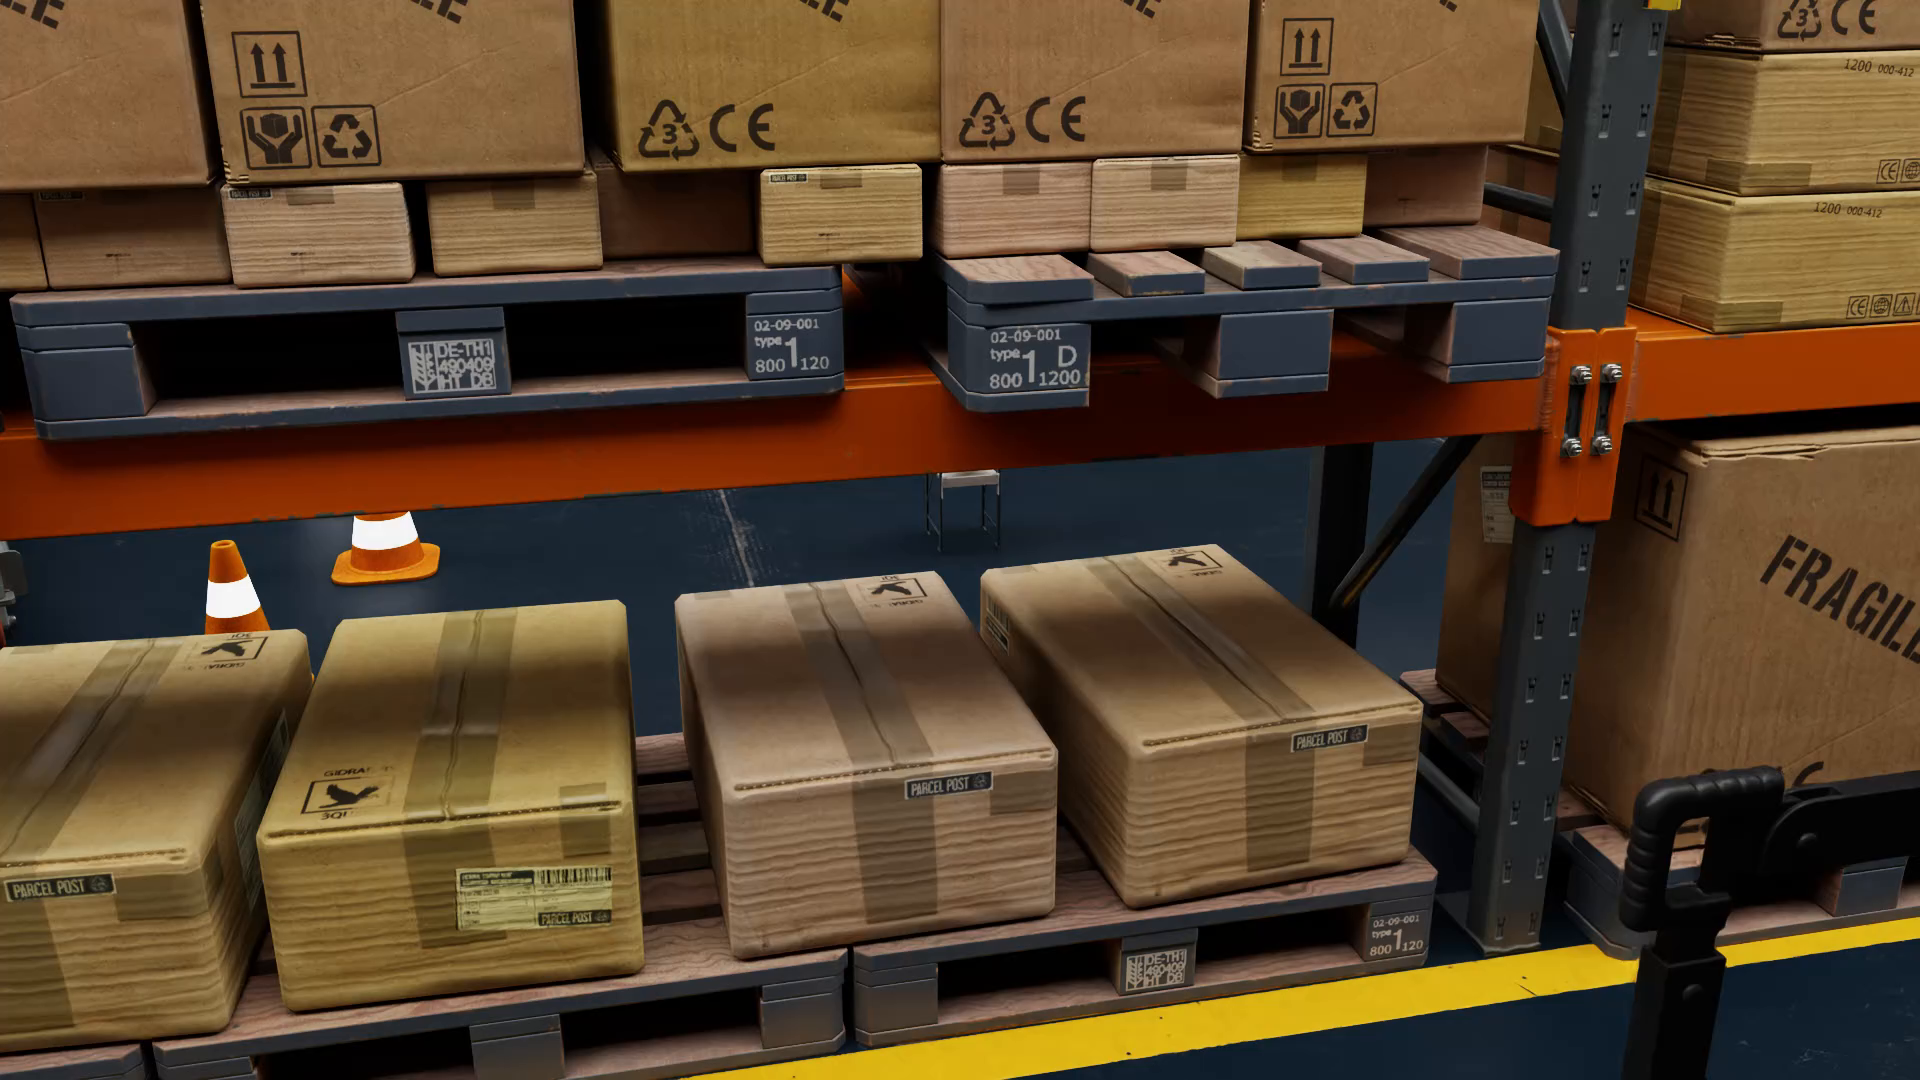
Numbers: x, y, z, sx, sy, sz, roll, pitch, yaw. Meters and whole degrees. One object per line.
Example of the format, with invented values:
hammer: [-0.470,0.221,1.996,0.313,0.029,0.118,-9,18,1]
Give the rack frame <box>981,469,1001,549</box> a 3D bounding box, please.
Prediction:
rack frame: [0.107,-0.431,5.684,0.006,0.900,0.240,-5,21,-12]

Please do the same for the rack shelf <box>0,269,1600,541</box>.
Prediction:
rack shelf: [-0.911,-0.218,3.093,4.000,0.370,1.077,-5,21,-12]

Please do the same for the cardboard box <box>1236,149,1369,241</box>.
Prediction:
cardboard box: [0.526,-0.643,2.963,0.250,0.149,0.380,-4,21,-12]

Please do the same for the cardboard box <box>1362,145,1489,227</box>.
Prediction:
cardboard box: [0.770,-0.688,3.087,0.250,0.149,0.380,-4,20,-10]

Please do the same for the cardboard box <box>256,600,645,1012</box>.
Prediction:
cardboard box: [-0.973,0.484,3.343,0.625,0.372,0.950,-4,20,-11]

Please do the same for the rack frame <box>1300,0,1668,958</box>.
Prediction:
rack frame: [1.035,-0.714,3.402,0.127,3.000,1.000,-5,21,-12]

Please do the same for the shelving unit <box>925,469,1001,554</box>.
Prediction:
shelving unit: [0.008,-0.423,5.662,0.210,0.900,0.258,-5,21,-12]

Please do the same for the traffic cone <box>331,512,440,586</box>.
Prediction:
traffic cone: [-1.921,-0.130,5.498,0.334,0.463,0.336,-5,21,-12]

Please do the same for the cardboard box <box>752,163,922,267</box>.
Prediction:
cardboard box: [-0.220,-0.564,2.748,0.250,0.149,0.380,-4,21,-12]

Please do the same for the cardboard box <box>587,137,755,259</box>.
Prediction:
cardboard box: [-0.494,-0.586,2.809,0.250,0.149,0.380,-4,21,-12]

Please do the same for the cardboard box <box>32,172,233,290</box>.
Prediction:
cardboard box: [-1.243,-0.504,2.585,0.250,0.149,0.380,-4,21,-12]

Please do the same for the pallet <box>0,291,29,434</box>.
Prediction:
pallet: [-2.080,-0.319,2.603,1.213,0.211,1.003,-5,21,-12]

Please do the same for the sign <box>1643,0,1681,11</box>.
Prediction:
sign: [1.169,-1.039,2.722,0.005,0.325,0.100,-5,21,-12]

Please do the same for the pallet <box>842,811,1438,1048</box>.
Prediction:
pallet: [0.274,0.657,3.714,1.213,0.211,1.003,-5,21,-12]

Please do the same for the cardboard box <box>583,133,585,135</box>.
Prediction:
cardboard box: [-0.965,-1.014,3.035,0.500,0.500,0.500,-5,21,-15]

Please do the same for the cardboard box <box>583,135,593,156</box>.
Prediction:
cardboard box: [-0.639,-0.717,3.164,0.250,0.149,0.380,-4,20,-10]

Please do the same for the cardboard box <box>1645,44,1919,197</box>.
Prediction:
cardboard box: [1.585,-0.835,3.225,0.500,0.250,0.500,-5,21,-13]

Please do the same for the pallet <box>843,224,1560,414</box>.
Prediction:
pallet: [0.366,-0.531,3.183,1.003,0.211,1.213,-5,21,-12]

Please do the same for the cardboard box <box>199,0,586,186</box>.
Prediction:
cardboard box: [-0.866,-0.841,2.560,0.500,0.500,0.500,-6,21,-15]

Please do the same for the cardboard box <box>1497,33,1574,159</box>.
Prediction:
cardboard box: [1.448,-1.001,3.678,0.500,0.250,0.500,-5,21,-13]

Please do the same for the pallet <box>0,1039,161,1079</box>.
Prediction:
pallet: [-2.100,0.850,3.187,1.213,0.211,1.003,-5,21,-12]

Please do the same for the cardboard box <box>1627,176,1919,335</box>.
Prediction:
cardboard box: [1.569,-0.598,3.303,0.500,0.250,0.500,-5,21,-13]

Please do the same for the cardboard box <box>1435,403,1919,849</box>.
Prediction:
cardboard box: [1.726,0.060,3.768,0.875,0.875,0.875,-5,21,-13]

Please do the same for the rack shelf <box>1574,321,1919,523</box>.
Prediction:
rack shelf: [2.981,-0.534,3.958,4.000,0.370,1.077,-5,21,-12]

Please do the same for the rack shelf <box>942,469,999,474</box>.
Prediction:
rack shelf: [0.008,-0.307,5.704,0.200,0.077,0.258,-5,21,-12]

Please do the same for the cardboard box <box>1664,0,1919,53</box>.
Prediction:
cardboard box: [1.571,-1.187,3.096,0.500,0.500,0.500,-5,21,-14]

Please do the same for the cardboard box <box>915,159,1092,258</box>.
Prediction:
cardboard box: [0.044,-0.591,2.820,0.250,0.149,0.380,-6,21,-15]

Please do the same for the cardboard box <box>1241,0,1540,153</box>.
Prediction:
cardboard box: [0.657,-0.968,2.909,0.500,0.500,0.500,-5,21,-14]

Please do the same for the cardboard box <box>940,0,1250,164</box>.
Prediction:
cardboard box: [0.156,-0.924,2.787,0.500,0.500,0.500,-5,21,-13]

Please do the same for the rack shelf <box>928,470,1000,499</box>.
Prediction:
rack shelf: [0.008,-0.223,5.735,0.200,0.077,0.258,-5,21,-12]

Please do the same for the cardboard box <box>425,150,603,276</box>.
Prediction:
cardboard box: [-0.719,-0.539,2.680,0.250,0.149,0.380,-5,21,-14]

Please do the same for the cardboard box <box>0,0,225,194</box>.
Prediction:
cardboard box: [-1.364,-0.796,2.439,0.500,0.500,0.500,-5,21,-13]

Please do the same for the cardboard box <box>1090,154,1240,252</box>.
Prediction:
cardboard box: [0.291,-0.608,2.867,0.250,0.149,0.380,-5,21,-13]

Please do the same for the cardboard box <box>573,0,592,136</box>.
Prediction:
cardboard box: [-0.477,-1.051,3.136,0.500,0.500,0.500,-4,21,-12]

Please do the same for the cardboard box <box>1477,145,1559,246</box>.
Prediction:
cardboard box: [1.467,-0.770,3.774,0.500,0.250,0.500,-5,21,-14]

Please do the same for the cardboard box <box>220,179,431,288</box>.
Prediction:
cardboard box: [-0.972,-0.508,2.595,0.250,0.149,0.380,-4,20,-10]

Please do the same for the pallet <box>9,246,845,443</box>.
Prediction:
pallet: [-0.882,-0.453,2.970,1.213,0.211,1.003,-5,21,-12]

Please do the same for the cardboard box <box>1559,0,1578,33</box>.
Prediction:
cardboard box: [1.478,-1.359,3.563,0.500,0.500,0.500,-5,21,-14]

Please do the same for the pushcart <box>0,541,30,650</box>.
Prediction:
pushcart: [-3.431,0.075,5.061,0.936,0.377,1.648,-13,24,-31]

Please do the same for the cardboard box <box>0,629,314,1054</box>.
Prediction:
cardboard box: [-1.649,0.539,3.191,0.625,0.372,0.950,-3,20,-9]

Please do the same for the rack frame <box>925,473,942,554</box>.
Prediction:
rack frame: [-0.091,-0.415,5.640,0.006,0.900,0.240,-5,21,-12]

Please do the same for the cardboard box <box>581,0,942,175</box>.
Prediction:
cardboard box: [-0.335,-0.883,2.677,0.500,0.500,0.500,-6,21,-16]

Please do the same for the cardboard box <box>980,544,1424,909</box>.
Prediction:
cardboard box: [0.483,0.364,3.669,0.625,0.372,0.950,-6,21,-16]

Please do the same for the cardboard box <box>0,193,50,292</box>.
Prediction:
cardboard box: [-1.484,-0.485,2.534,0.250,0.149,0.380,-4,21,-12]
